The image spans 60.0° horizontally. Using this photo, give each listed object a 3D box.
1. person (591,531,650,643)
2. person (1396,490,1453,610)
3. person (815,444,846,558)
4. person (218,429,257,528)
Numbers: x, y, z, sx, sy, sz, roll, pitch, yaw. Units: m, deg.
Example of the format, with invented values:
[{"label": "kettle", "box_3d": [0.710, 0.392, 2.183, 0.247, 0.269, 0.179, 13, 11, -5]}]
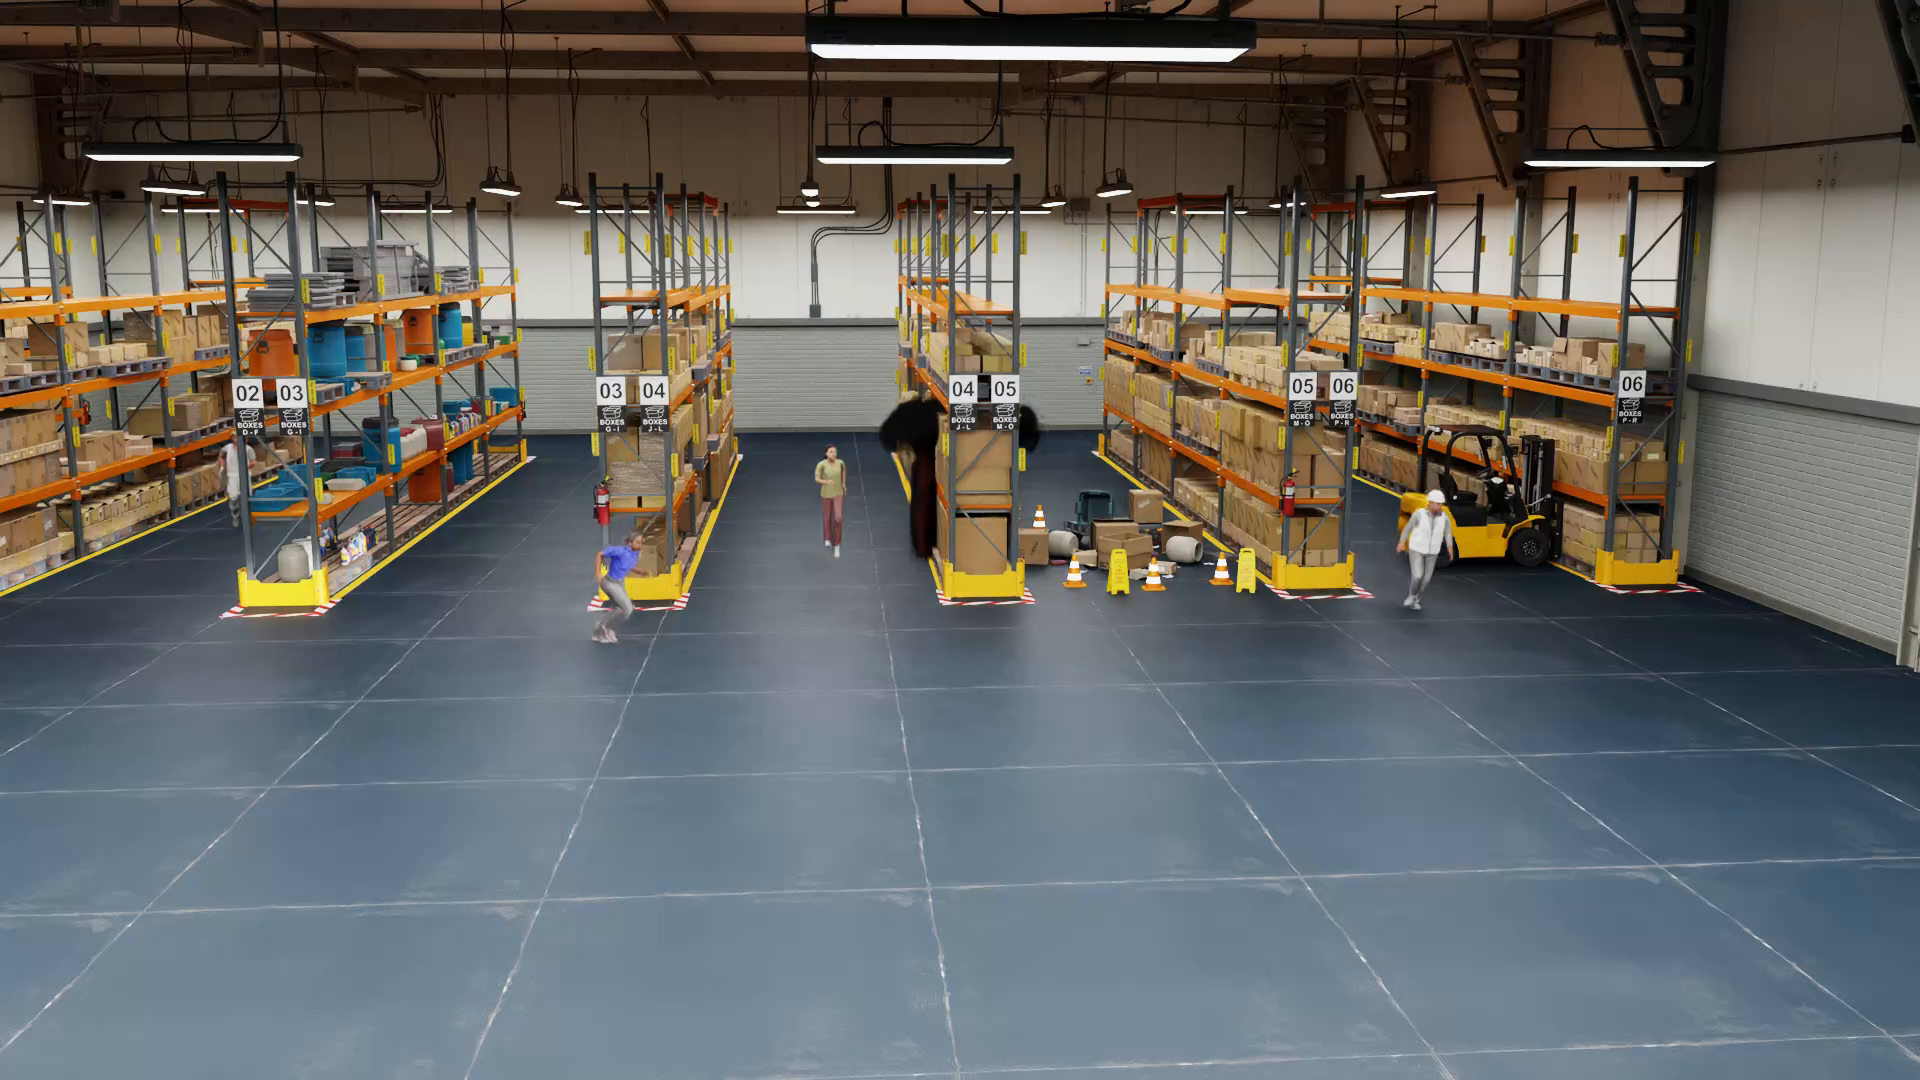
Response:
[{"label": "person", "box_3d": [-4.316, 0.609, 20.936, 0.879, 1.486, 0.612, 4, 11, 23]}, {"label": "person", "box_3d": [6.436, 0.141, 22.924, 0.646, 1.719, 0.716, -2, 10, -9]}, {"label": "person", "box_3d": [-2.006, -0.624, 25.874, 0.519, 1.767, 0.776, -2, 10, -10]}, {"label": "person", "box_3d": [-12.925, -1.101, 29.783, 0.646, 1.783, 0.695, -4, 11, -20]}]
